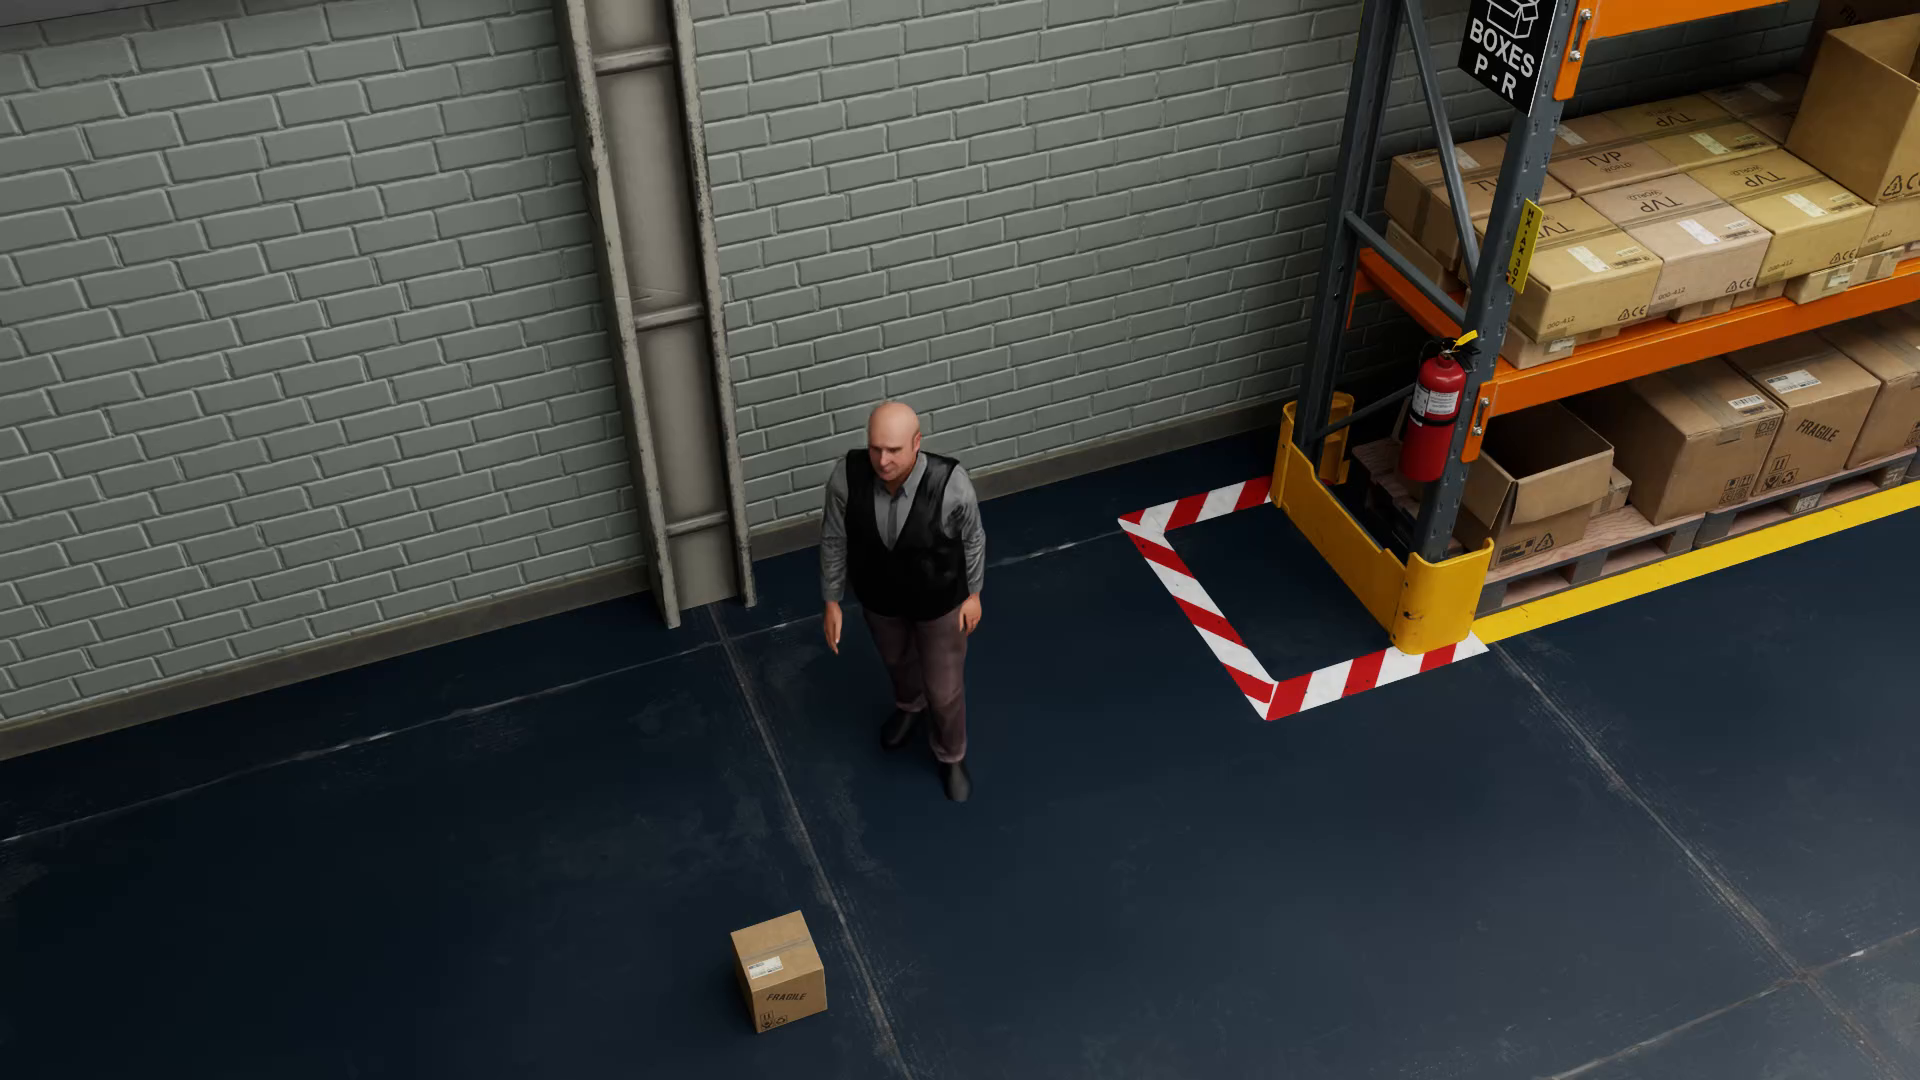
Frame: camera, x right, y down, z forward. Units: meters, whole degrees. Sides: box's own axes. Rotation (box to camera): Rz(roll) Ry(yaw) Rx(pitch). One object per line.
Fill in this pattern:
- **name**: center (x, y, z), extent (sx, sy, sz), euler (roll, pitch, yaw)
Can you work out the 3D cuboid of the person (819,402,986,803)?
- **person**: center (-0.190, 0.208, 5.976), extent (0.571, 1.762, 0.568), euler (11, 43, 12)
